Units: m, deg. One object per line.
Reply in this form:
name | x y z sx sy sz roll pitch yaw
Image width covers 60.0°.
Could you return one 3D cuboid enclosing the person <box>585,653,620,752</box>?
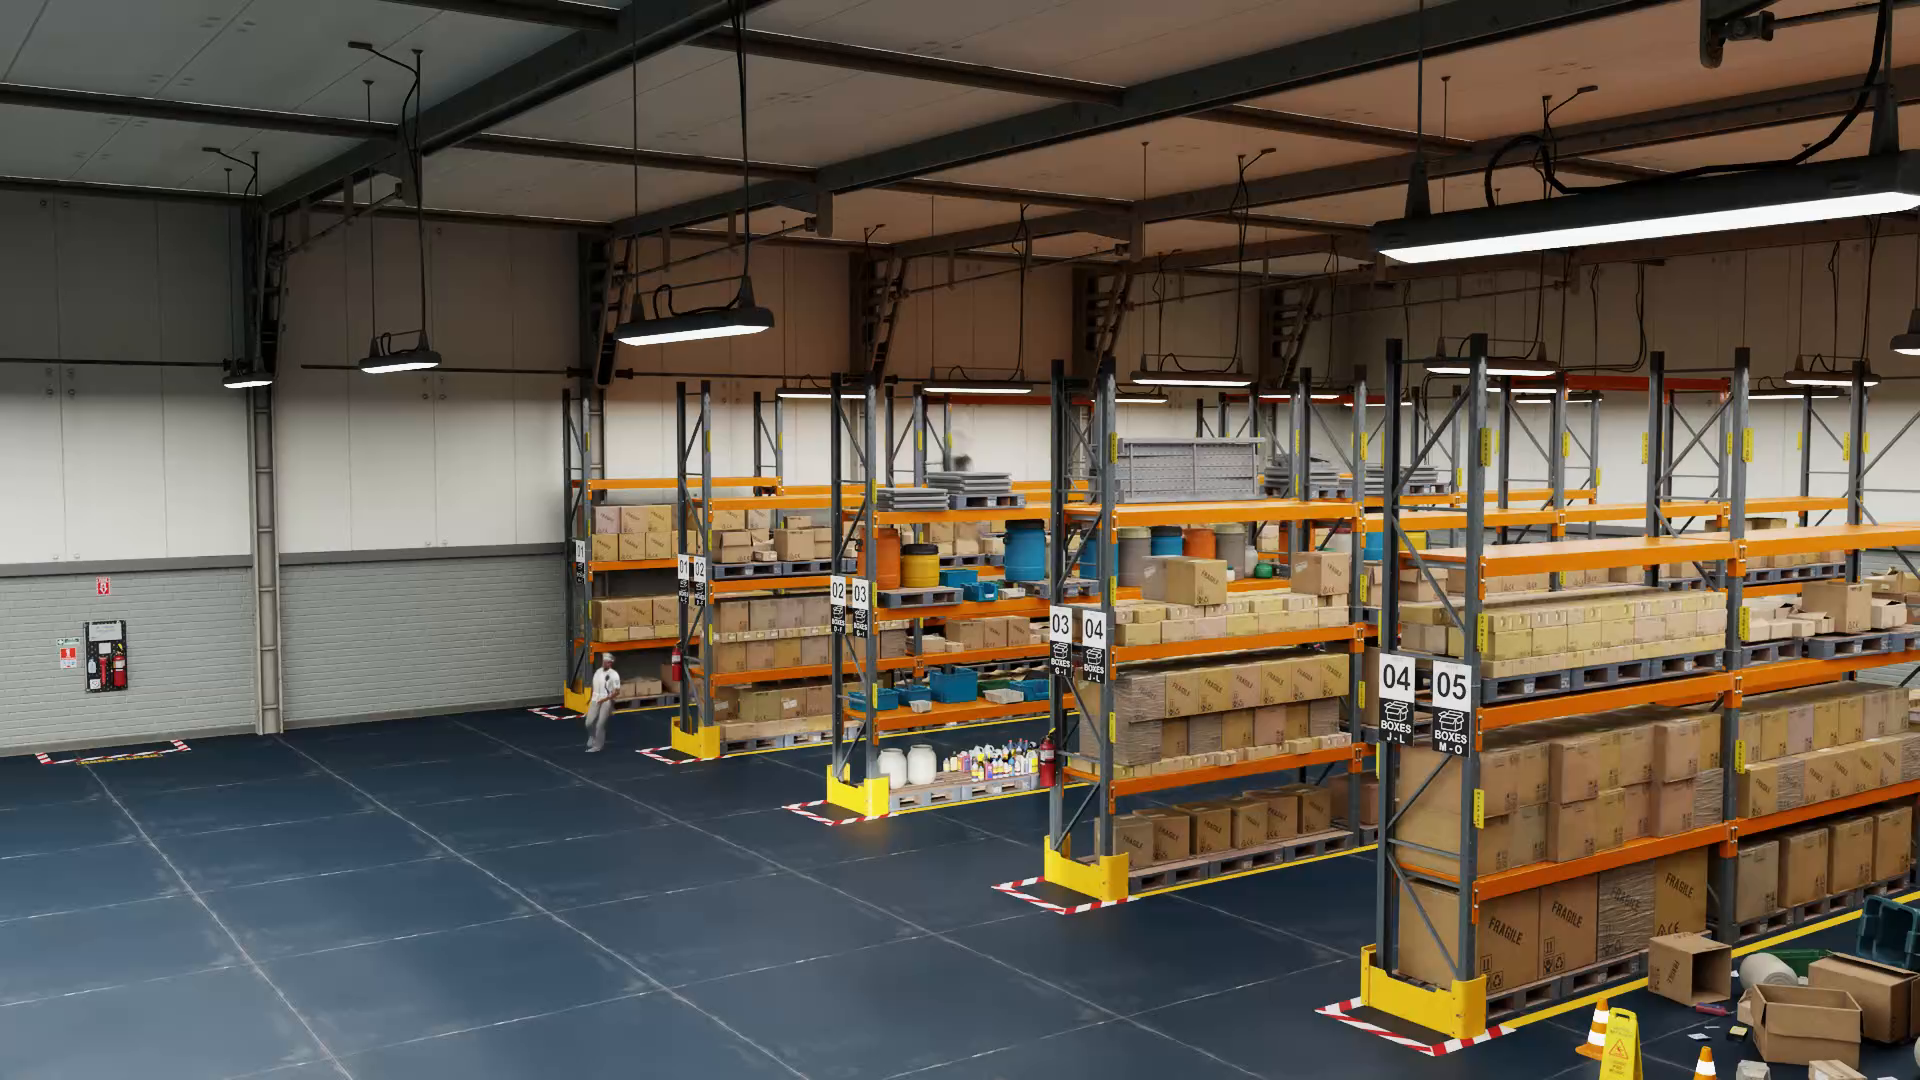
person | -5.777 2.629 26.789 0.599 1.629 0.539 1 4 15
